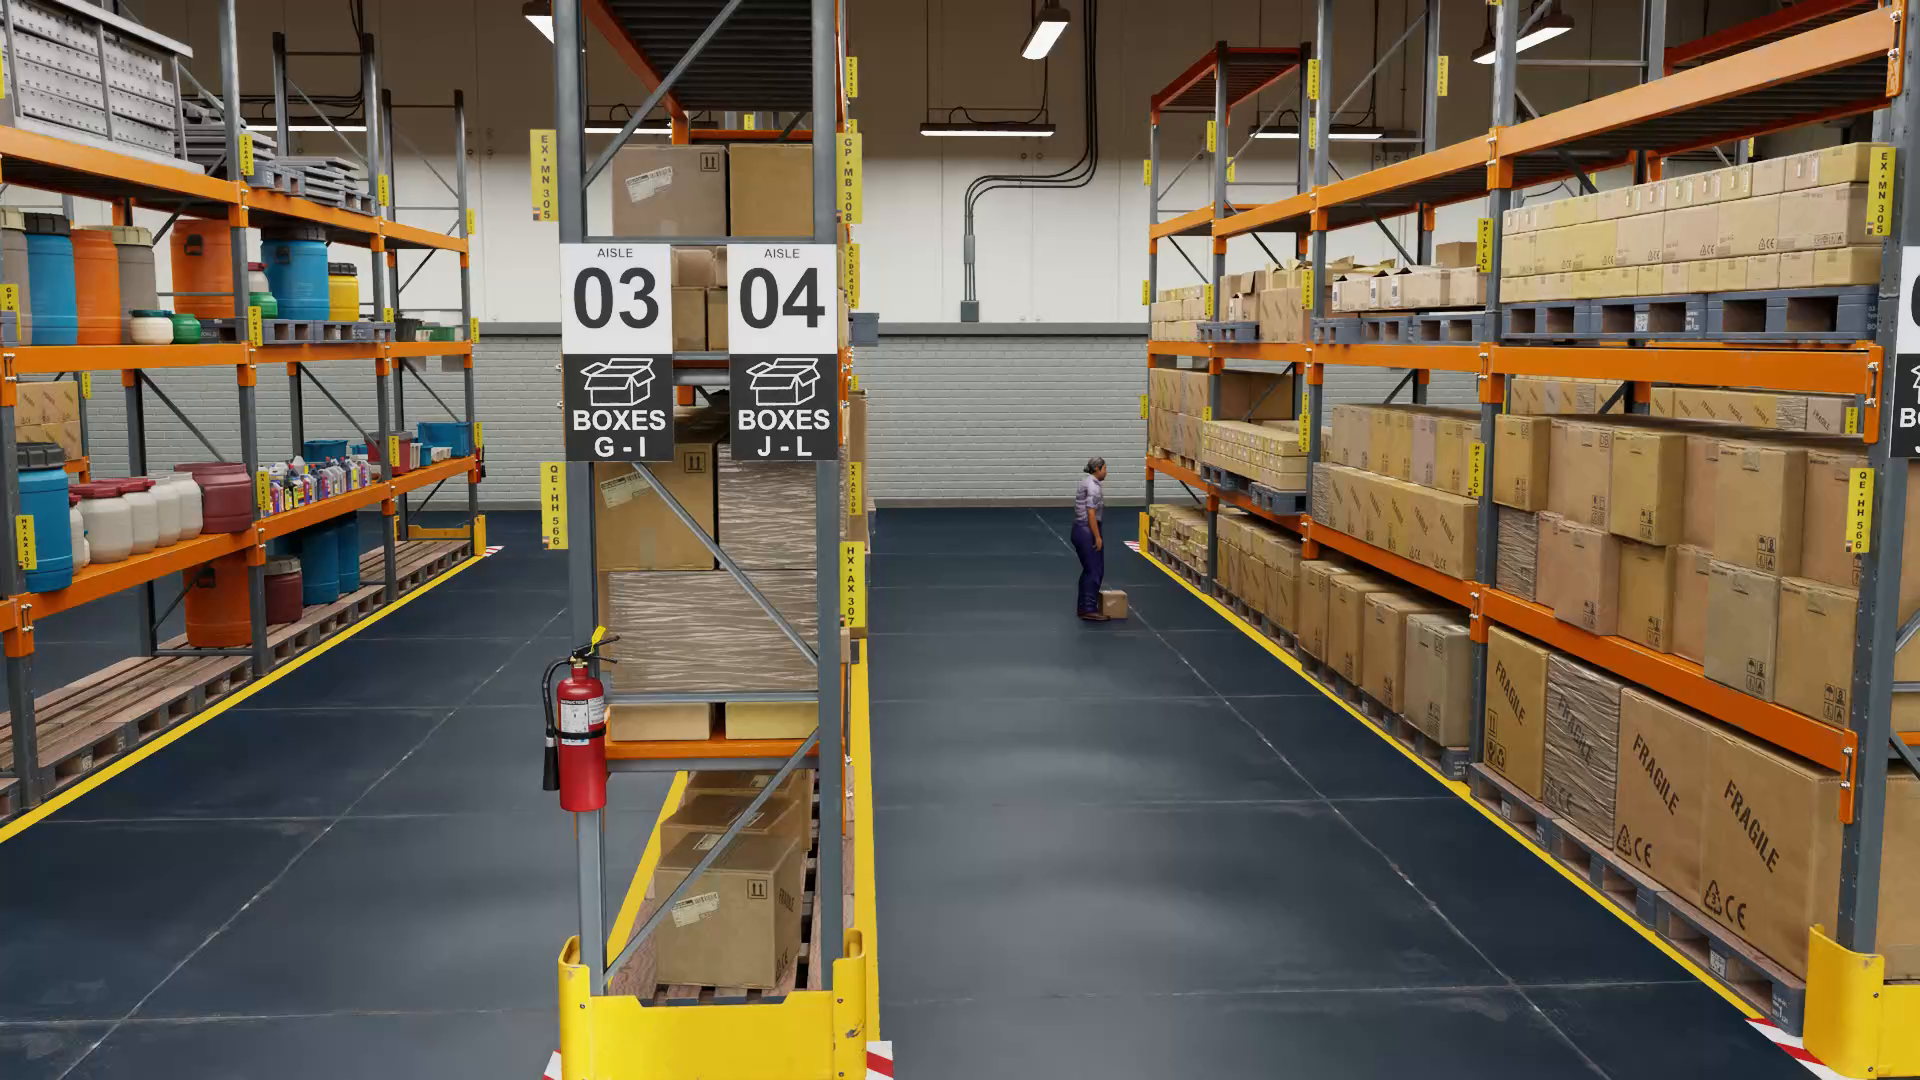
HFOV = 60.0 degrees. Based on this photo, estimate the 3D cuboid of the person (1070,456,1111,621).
[{"bbox_3d":[1.334,-0.028,17.015,0.375,1.651,0.563,-1,7,-7],"label":"person"}]
